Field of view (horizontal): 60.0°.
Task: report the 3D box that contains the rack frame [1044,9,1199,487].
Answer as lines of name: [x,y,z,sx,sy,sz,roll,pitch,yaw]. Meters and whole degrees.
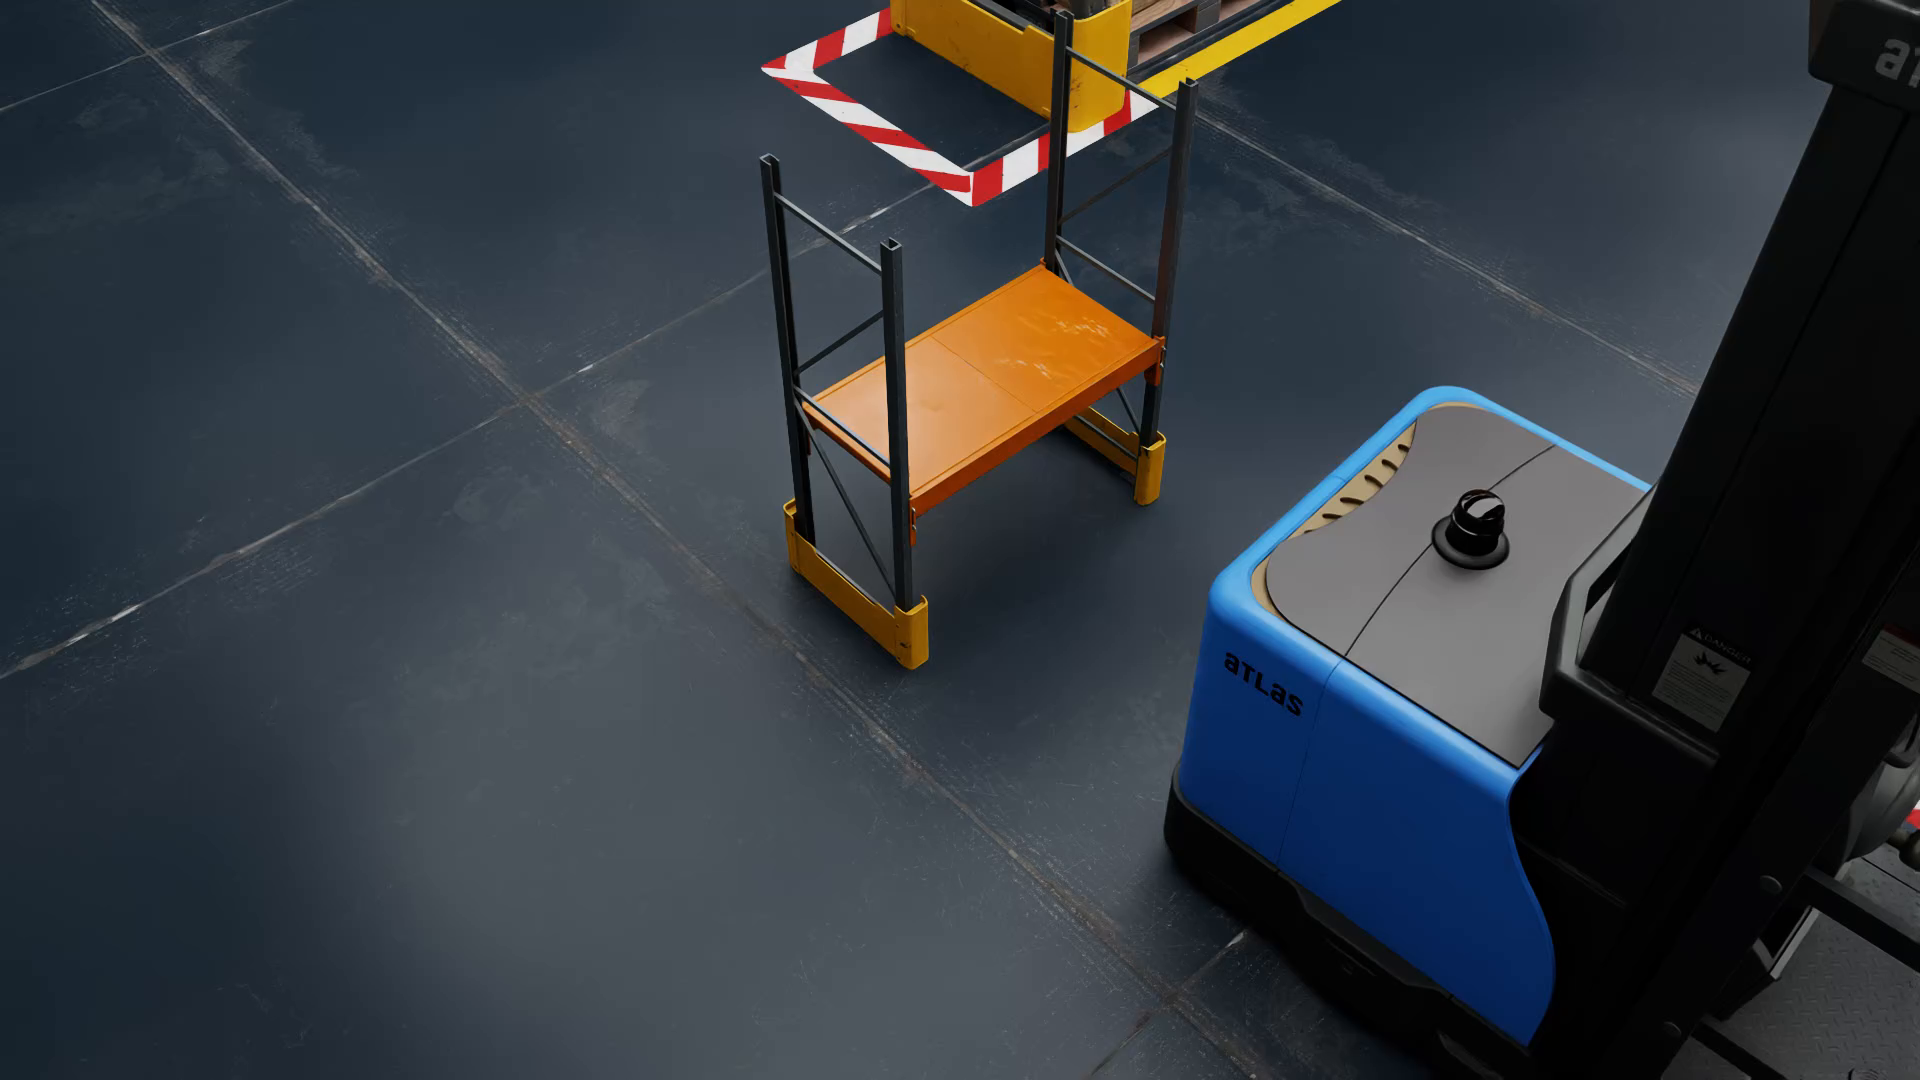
rack frame: [0.439,-0.802,4.970,0.032,1.500,0.500,-34,56,-27]

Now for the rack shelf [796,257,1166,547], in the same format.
rack shelf: [0.063,-0.429,4.870,1.000,0.185,0.538,-34,56,-27]

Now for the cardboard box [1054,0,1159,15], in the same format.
cardboard box: [0.627,-2.726,7.182,0.875,0.438,0.875,-36,57,-28]

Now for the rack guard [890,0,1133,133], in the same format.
rack guard: [0.188,-2.212,6.951,0.348,0.500,1.175,-34,56,-27]

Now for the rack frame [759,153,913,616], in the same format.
rack frame: [-0.313,-0.299,4.506,0.032,1.500,0.500,-34,56,-27]

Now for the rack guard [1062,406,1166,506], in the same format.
rack guard: [0.425,-0.369,5.420,0.087,0.250,0.587,-34,56,-27]

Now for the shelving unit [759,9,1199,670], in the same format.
shelving unit: [0.056,-0.546,4.734,1.083,1.500,0.587,-34,56,-27]

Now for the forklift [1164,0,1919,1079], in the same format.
forklift: [1.963,0.321,2.960,3.031,2.935,1.130,35,56,28]

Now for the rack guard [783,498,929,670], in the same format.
rack guard: [-0.312,0.124,4.966,0.087,0.250,0.587,-34,56,-27]

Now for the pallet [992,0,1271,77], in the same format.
pallet: [0.745,-2.564,7.472,1.213,0.211,1.003,-34,56,-27]

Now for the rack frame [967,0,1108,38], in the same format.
rack frame: [0.206,-3.071,6.043,0.127,3.000,1.000,-34,56,-27]
